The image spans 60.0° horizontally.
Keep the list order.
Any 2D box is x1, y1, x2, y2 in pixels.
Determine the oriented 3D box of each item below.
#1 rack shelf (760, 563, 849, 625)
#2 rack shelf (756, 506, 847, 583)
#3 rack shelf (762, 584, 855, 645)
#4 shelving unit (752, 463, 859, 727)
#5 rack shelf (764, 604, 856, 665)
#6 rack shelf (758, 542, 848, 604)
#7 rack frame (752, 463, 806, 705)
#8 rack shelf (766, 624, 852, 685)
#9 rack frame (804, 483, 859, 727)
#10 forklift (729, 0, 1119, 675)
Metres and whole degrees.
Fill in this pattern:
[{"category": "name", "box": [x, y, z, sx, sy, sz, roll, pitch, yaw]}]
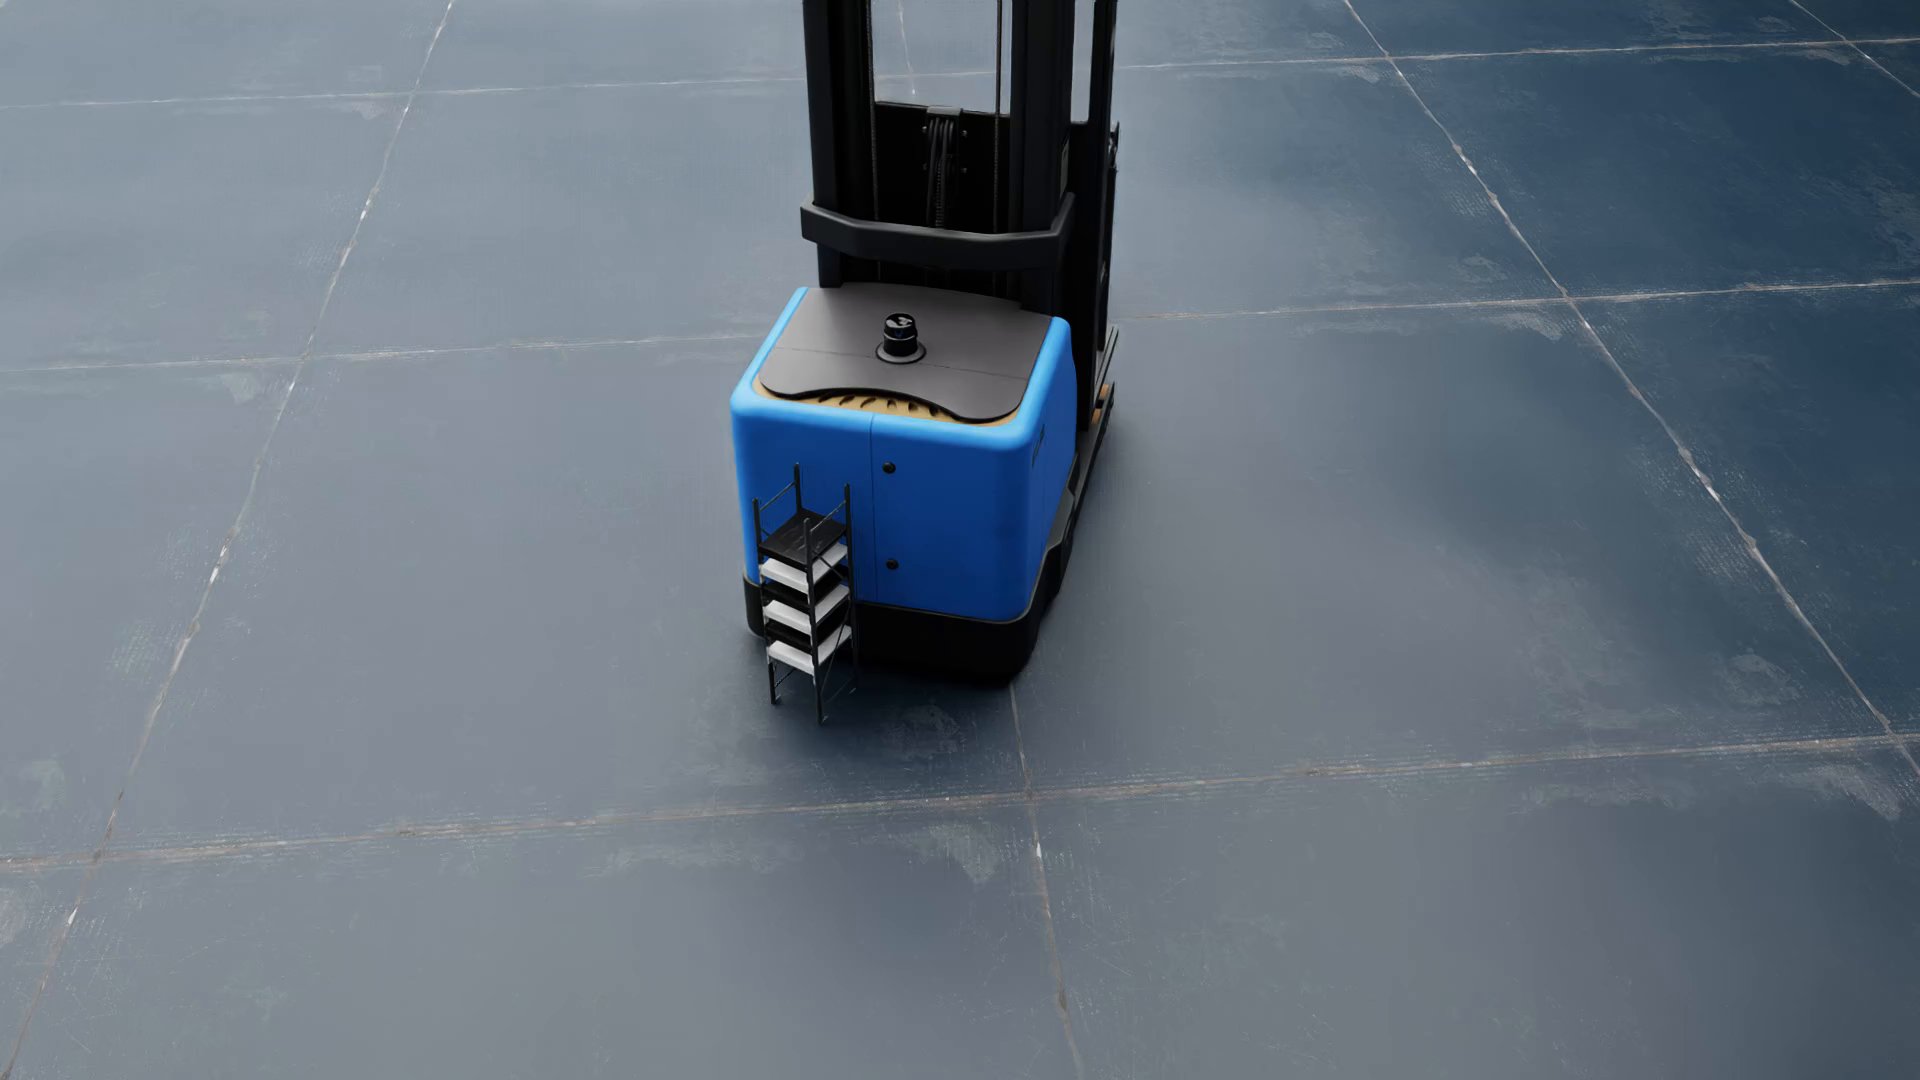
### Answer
[{"category": "rack shelf", "box": [-0.511, 0.153, 5.582, 0.200, 0.077, 0.258, 22, 43, 25]}, {"category": "rack shelf", "box": [-0.510, 0.012, 5.470, 0.200, 0.077, 0.258, 22, 43, 25]}, {"category": "rack shelf", "box": [-0.511, 0.224, 5.637, 0.200, 0.077, 0.258, 22, 43, 25]}, {"category": "shelving unit", "box": [-0.511, 0.198, 5.617, 0.210, 0.900, 0.258, 22, 43, 25]}, {"category": "rack shelf", "box": [-0.512, 0.294, 5.693, 0.200, 0.077, 0.258, 22, 43, 25]}, {"category": "rack shelf", "box": [-0.511, 0.083, 5.526, 0.200, 0.077, 0.258, 22, 43, 25]}, {"category": "rack frame", "box": [-0.597, 0.164, 5.659, 0.006, 0.900, 0.240, 22, 43, 25]}, {"category": "rack shelf", "box": [-0.512, 0.365, 5.749, 0.200, 0.077, 0.258, 22, 43, 25]}, {"category": "rack frame", "box": [-0.425, 0.232, 5.574, 0.006, 0.900, 0.240, 22, 43, 25]}, {"category": "forklift", "box": [0.054, -1.592, 6.246, 1.130, 2.935, 3.031, 8, 39, 10]}]
